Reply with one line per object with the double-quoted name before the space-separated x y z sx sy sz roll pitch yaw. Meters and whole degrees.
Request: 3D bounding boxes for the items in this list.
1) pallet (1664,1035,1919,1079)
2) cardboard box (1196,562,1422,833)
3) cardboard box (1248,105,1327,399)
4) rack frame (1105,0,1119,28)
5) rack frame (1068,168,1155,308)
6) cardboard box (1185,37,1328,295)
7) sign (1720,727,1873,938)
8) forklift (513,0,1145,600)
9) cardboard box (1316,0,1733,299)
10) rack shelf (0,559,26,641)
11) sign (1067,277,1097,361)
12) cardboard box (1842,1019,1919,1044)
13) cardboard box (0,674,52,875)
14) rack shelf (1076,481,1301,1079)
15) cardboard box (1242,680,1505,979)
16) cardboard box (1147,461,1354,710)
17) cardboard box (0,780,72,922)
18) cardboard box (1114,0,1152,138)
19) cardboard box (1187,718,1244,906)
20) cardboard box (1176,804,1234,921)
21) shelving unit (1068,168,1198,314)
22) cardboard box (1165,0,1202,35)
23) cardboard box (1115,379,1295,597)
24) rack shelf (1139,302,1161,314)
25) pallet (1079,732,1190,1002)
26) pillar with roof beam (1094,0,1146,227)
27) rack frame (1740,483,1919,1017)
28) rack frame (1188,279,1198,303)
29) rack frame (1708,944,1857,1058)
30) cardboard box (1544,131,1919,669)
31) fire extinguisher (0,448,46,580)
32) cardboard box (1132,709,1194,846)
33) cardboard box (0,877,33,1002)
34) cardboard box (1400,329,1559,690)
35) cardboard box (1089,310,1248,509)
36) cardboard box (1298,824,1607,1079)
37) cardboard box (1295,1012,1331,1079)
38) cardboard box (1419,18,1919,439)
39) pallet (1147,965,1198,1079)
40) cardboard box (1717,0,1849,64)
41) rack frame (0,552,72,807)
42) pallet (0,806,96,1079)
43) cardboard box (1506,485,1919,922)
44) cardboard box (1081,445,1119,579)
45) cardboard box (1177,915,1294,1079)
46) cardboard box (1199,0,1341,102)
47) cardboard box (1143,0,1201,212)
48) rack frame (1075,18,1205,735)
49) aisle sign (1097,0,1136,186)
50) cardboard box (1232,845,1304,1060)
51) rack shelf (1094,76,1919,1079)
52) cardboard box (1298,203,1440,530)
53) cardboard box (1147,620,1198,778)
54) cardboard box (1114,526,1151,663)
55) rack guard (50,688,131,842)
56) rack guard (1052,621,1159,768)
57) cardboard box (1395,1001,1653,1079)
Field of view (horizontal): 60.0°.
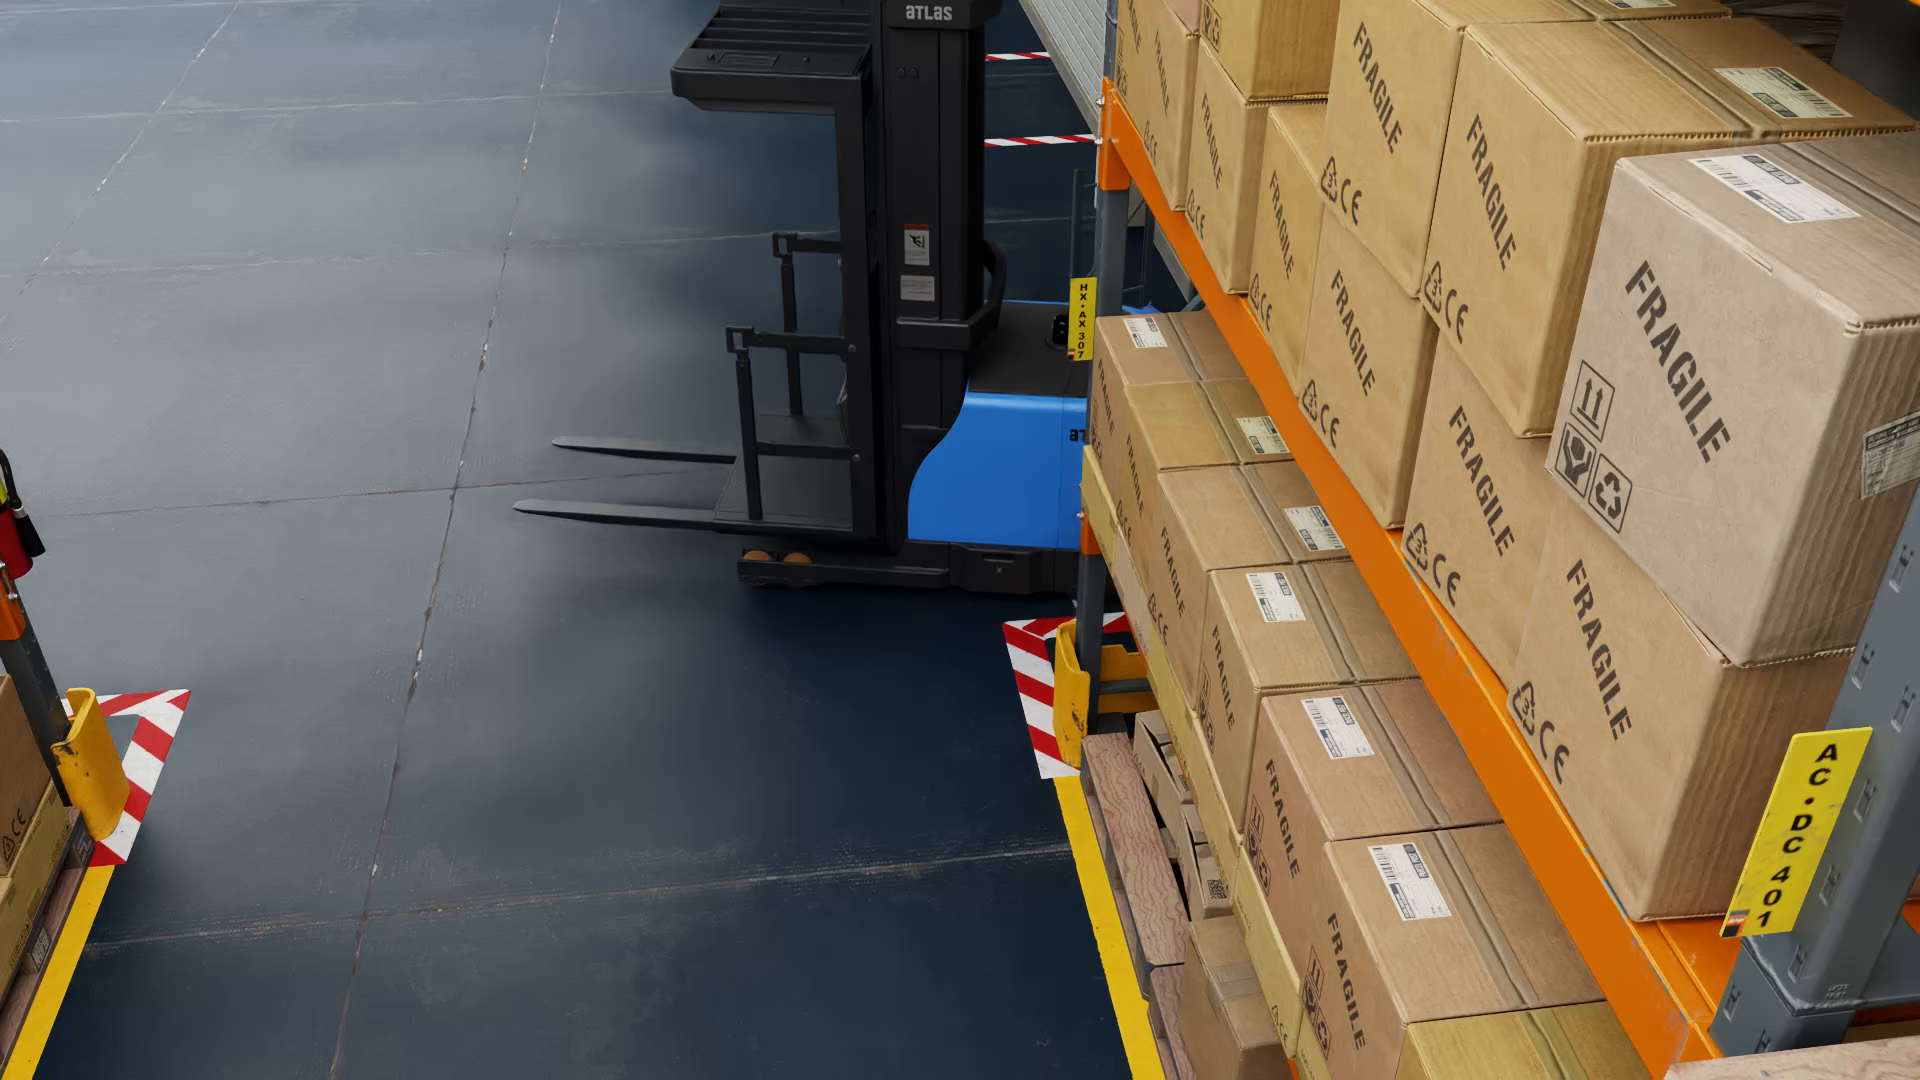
"pallet" 1.495 0.947 1.700 1.213 0.211 1.003 -4 35 -6
"cardboard box" 0.947 0.410 4.434 0.500 0.500 0.500 -3 34 -5
"cardboard box" 0.980 -0.670 3.799 0.500 0.500 0.500 -2 34 -3
"rack frame" 0.979 -2.955 4.595 1.000 3.000 0.127 -4 35 -6
"rack frame" 0.794 -1.293 8.816 0.500 1.500 0.032 -17 38 -24
"cardboard box" 0.887 -0.967 4.236 0.500 0.500 0.500 -3 34 -4
"sign" 0.981 0.349 1.952 0.100 0.325 0.005 -4 35 -6
"forklift" -0.634 -1.273 7.515 3.031 2.935 1.130 4 34 5
"cardboard box" 1.016 -0.800 3.103 0.500 0.500 0.500 -6 35 -8
"rack shelf" -3.660 1.315 4.296 1.077 0.370 4.000 -4 35 -6
"sign" 0.442 -0.792 5.980 0.100 0.325 0.005 -4 35 -6
"cardboard box" 1.661 1.222 3.242 0.500 0.500 0.500 -5 35 -7
"cardboard box" -3.562 0.831 5.770 0.500 0.500 0.500 -4 35 -6
"rack shelf" 1.248 0.938 4.849 1.077 0.370 4.000 -4 35 -6
"cardboard box" 1.017 0.700 4.009 0.500 0.500 0.500 -5 35 -8
"cardboard box" 0.865 0.123 4.856 0.500 0.500 0.500 -5 35 -8
"cardboard box" -3.564 1.141 5.980 0.500 0.250 0.500 -4 35 -6
"cardboard box" 0.777 -1.559 5.104 0.500 0.500 0.500 -4 34 -5
"cardboard box" 0.943 0.730 4.630 0.500 0.250 0.500 -4 34 -6
"cardboard box" 1.060 1.165 5.874 0.500 0.311 0.500 -2 34 -2
"shelving unit" 1.040 -1.043 8.449 0.538 1.500 1.048 -17 38 -24
"cardboard box" 0.808 -1.661 4.365 0.500 0.500 0.500 -5 35 -7
"cardboard box" 0.802 -0.166 5.280 0.500 0.500 0.500 -4 35 -6
"rack shelf" 1.040 -0.895 8.550 0.538 0.185 1.000 -17 38 -24
"pallet" 1.064 1.175 6.338 1.003 0.211 1.213 -4 35 -6
"pillar with roof beam" -3.142 -5.652 8.552 9.100 9.000 0.400 -4 35 -6
"rack frame" 1.517 -0.723 1.319 1.000 3.000 0.127 -4 35 -6
"rack frame" 1.287 -0.793 8.082 0.500 1.500 0.032 -17 38 -24
"rack frame" 1.517 1.757 3.009 1.000 3.000 0.127 -4 35 -6
"cardboard box" 1.181 -0.205 2.229 0.500 0.500 0.500 -7 35 -10
"fire extinguisher" -3.484 -0.167 5.901 0.296 0.674 0.183 -4 35 -6
"cardboard box" 0.983 0.847 6.341 0.500 0.311 0.500 -8 35 -12
"cardboard box" -3.485 1.419 5.572 0.500 0.250 0.500 -4 35 -6
"cardboard box" 1.149 -0.079 2.932 0.500 0.500 0.500 -7 35 -10
"cardboard box" 0.746 -0.443 5.685 0.500 0.500 0.500 -4 35 -6
"cardboard box" 1.074 0.982 3.595 0.500 0.500 0.500 -5 35 -7
"cardboard box" 1.094 1.290 3.809 0.500 0.250 0.500 -4 35 -6
"cardboard box" 1.097 -0.511 2.679 0.500 0.500 0.500 -3 34 -4
"pallet" 1.225 1.854 5.341 1.003 0.211 1.213 -4 35 -6
"cardboard box" 1.485 -1.095 3.536 0.500 0.500 0.500 -4 35 -6
"rack frame" -3.929 -0.098 5.731 1.000 3.000 0.127 -4 35 -6
"pallet" -3.785 1.477 5.894 1.003 0.211 1.213 -4 35 -6
"cardboard box" 1.204 0.203 2.518 0.500 0.500 0.500 -3 34 -5
"cardboard box" 0.730 -0.126 5.886 0.500 0.250 0.500 -5 35 -8
"cardboard box" 1.109 1.500 5.215 0.700 0.500 0.500 -6 35 -9
"cardboard box" 0.888 -1.376 3.947 0.500 0.500 0.500 -3 34 -5
"cardboard box" 0.813 -1.257 4.660 0.500 0.500 0.500 -2 34 -3
"rack frame" 0.979 -0.476 6.284 1.000 3.000 0.127 -4 35 -6
"aisle sign" 0.672 -1.567 5.578 0.394 0.787 0.004 -4 35 -6
"cardboard box" 1.011 1.011 4.219 0.500 0.250 0.500 -5 35 -7
"rack shelf" 1.248 -0.302 4.004 1.077 0.370 4.000 -4 35 -6
"cardboard box" 1.037 -0.385 3.381 0.500 0.500 0.500 -6 35 -8
"cardboard box" 0.877 0.448 5.045 0.500 0.250 0.500 -5 35 -7
"cardboard box" 0.814 0.163 5.462 0.500 0.250 0.500 -5 35 -8
"rack guard" -3.932 0.921 6.454 1.175 0.500 0.348 -4 35 -6
"rack guard" 0.990 0.600 6.926 1.175 0.500 0.348 -4 35 -6
"cardboard box" 1.147 1.260 3.187 0.500 0.500 0.500 -4 35 -6
